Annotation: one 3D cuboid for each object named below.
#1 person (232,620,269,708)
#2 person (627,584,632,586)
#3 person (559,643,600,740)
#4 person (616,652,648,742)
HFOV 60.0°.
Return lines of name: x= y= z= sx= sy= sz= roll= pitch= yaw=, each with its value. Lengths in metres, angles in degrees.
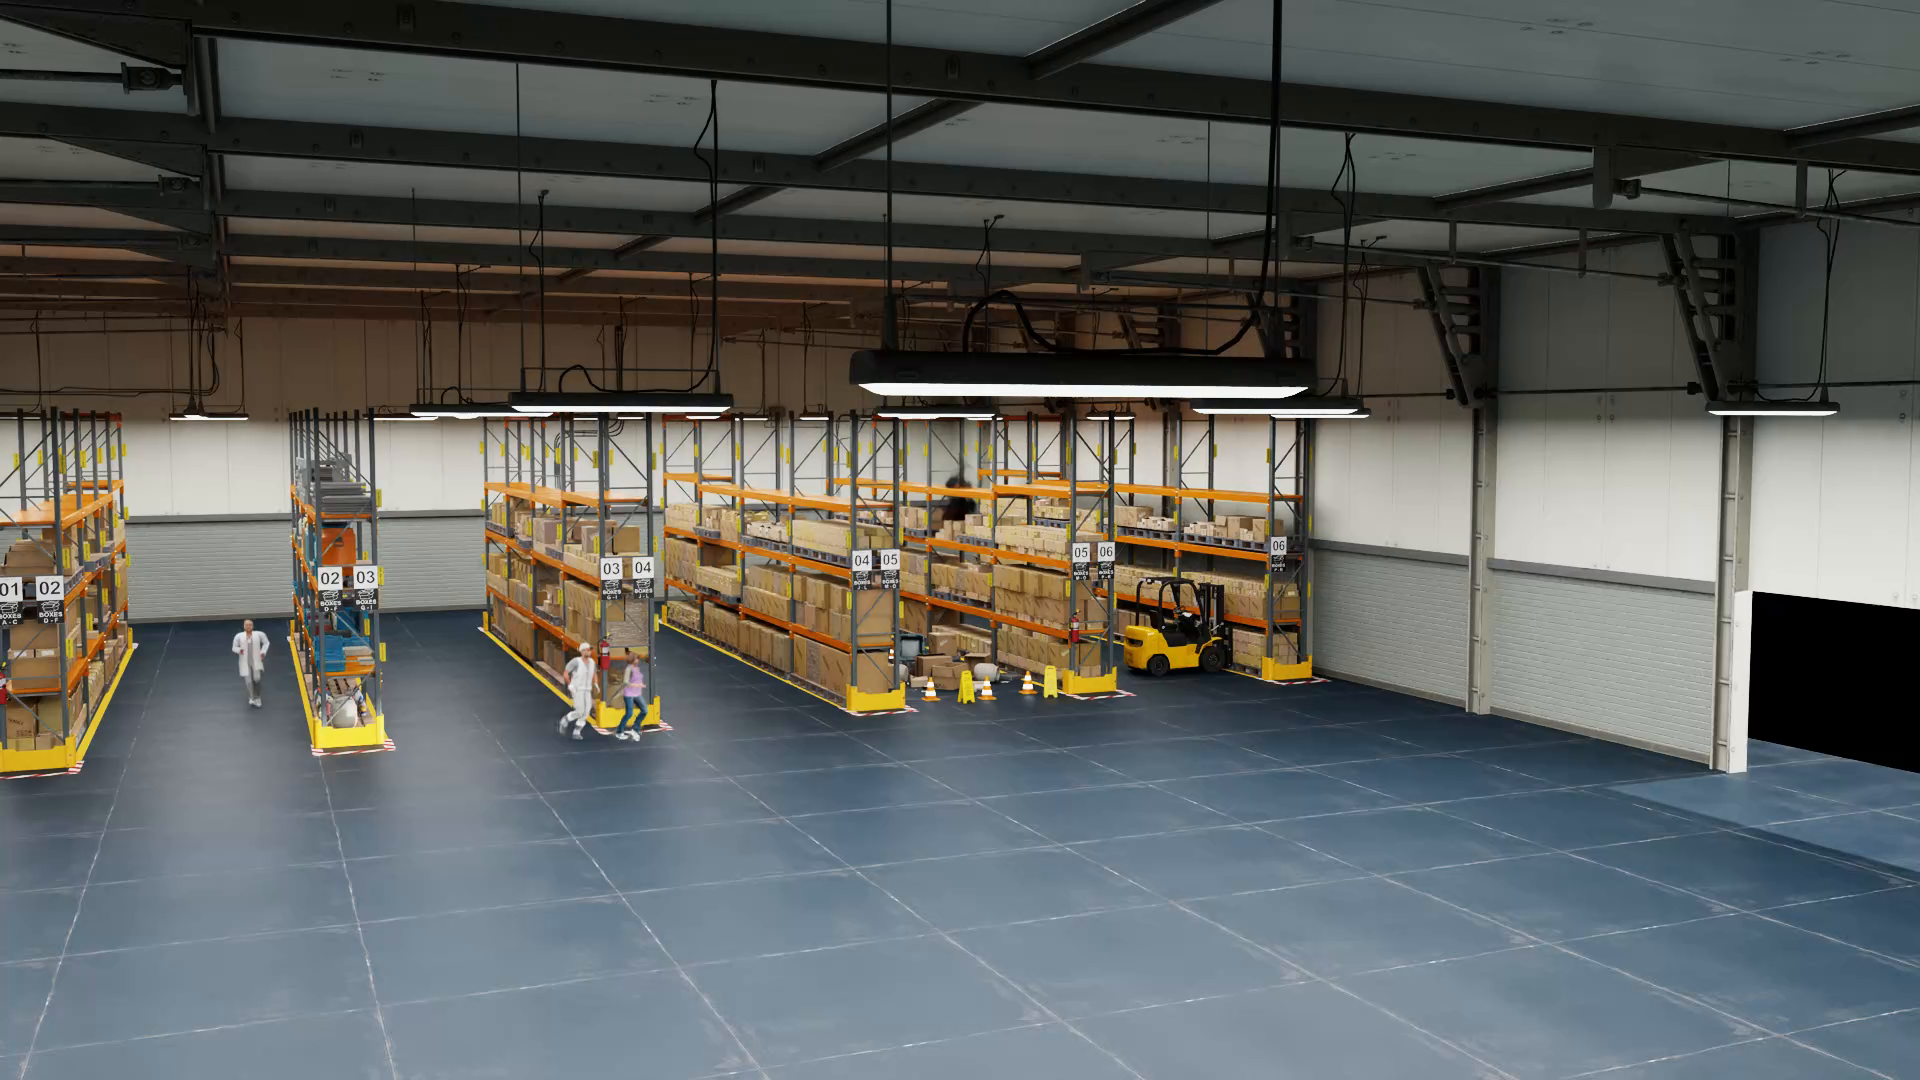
person: x=-14.285 y=2.598 z=33.508 sx=0.681 sy=1.603 sz=0.775 roll=-1 pitch=4 yaw=-19
person: x=-9.615 y=1.560 z=47.268 sx=0.704 sy=1.806 sz=0.723 roll=1 pitch=4 yaw=7
person: x=-6.899 y=2.737 z=30.286 sx=0.584 sy=1.728 sz=0.721 roll=3 pitch=5 yaw=38
person: x=-5.890 y=2.833 z=29.987 sx=0.612 sy=1.619 sz=0.542 roll=2 pitch=4 yaw=21
